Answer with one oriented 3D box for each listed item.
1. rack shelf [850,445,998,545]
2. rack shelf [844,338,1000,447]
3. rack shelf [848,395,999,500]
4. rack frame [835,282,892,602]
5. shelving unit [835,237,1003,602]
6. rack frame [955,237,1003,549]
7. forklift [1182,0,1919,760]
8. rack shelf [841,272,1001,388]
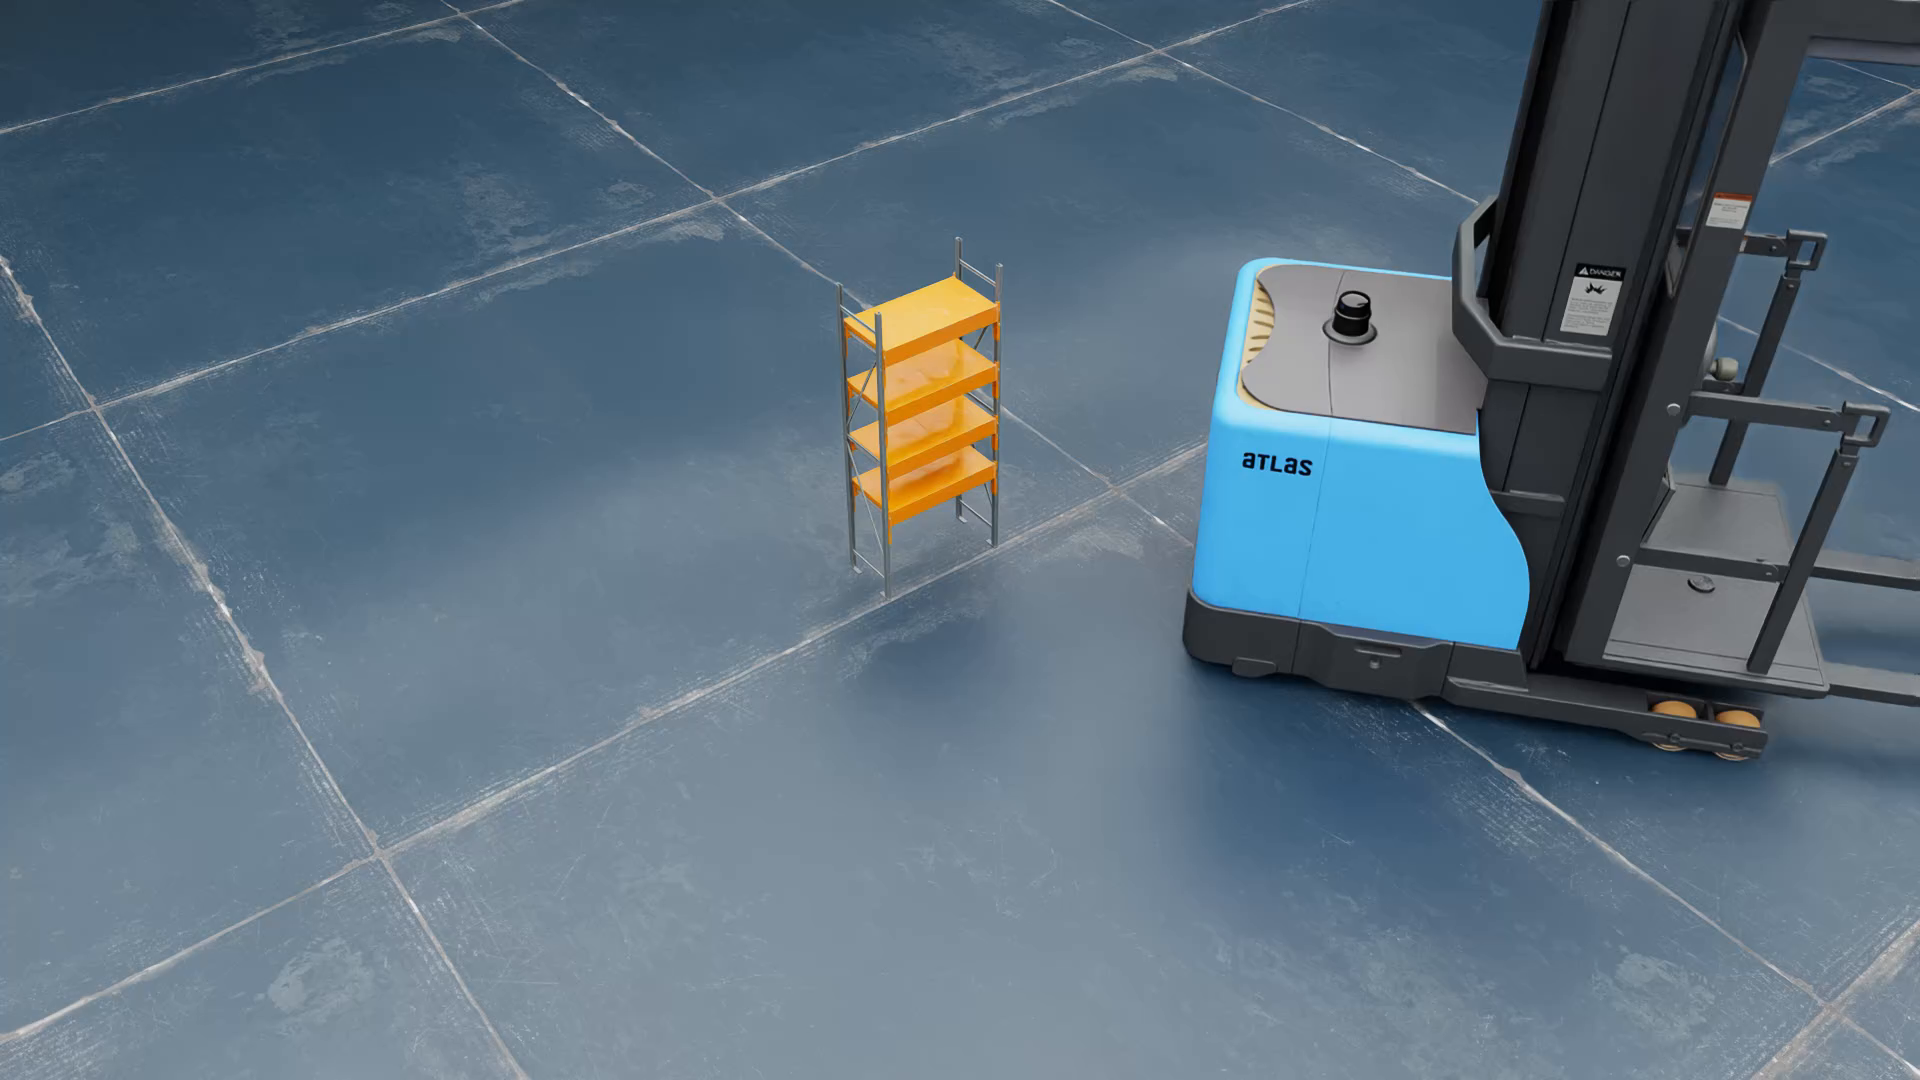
[{"bbox_3d":[-0.131,-0.194,5.960,0.480,0.148,0.258,-26,46,-28],"label":"rack shelf"},{"bbox_3d":[-0.131,-0.521,5.692,0.480,0.148,0.258,-26,46,-28],"label":"rack shelf"},{"bbox_3d":[-0.131,-0.348,5.834,0.480,0.148,0.258,-26,46,-28],"label":"rack shelf"},{"bbox_3d":[-0.325,-0.306,5.677,0.015,1.200,0.240,-26,46,-28],"label":"rack frame"},{"bbox_3d":[-0.131,-0.400,5.791,0.503,1.200,0.258,-26,46,-28],"label":"shelving unit"},{"bbox_3d":[0.062,-0.494,5.906,0.015,1.200,0.240,-26,46,-28],"label":"rack frame"},{"bbox_3d":[2.336,-0.792,4.904,3.031,2.935,1.130,8,40,10],"label":"forklift"},{"bbox_3d":[-0.131,-0.704,5.542,0.480,0.148,0.258,-26,46,-28],"label":"rack shelf"}]
